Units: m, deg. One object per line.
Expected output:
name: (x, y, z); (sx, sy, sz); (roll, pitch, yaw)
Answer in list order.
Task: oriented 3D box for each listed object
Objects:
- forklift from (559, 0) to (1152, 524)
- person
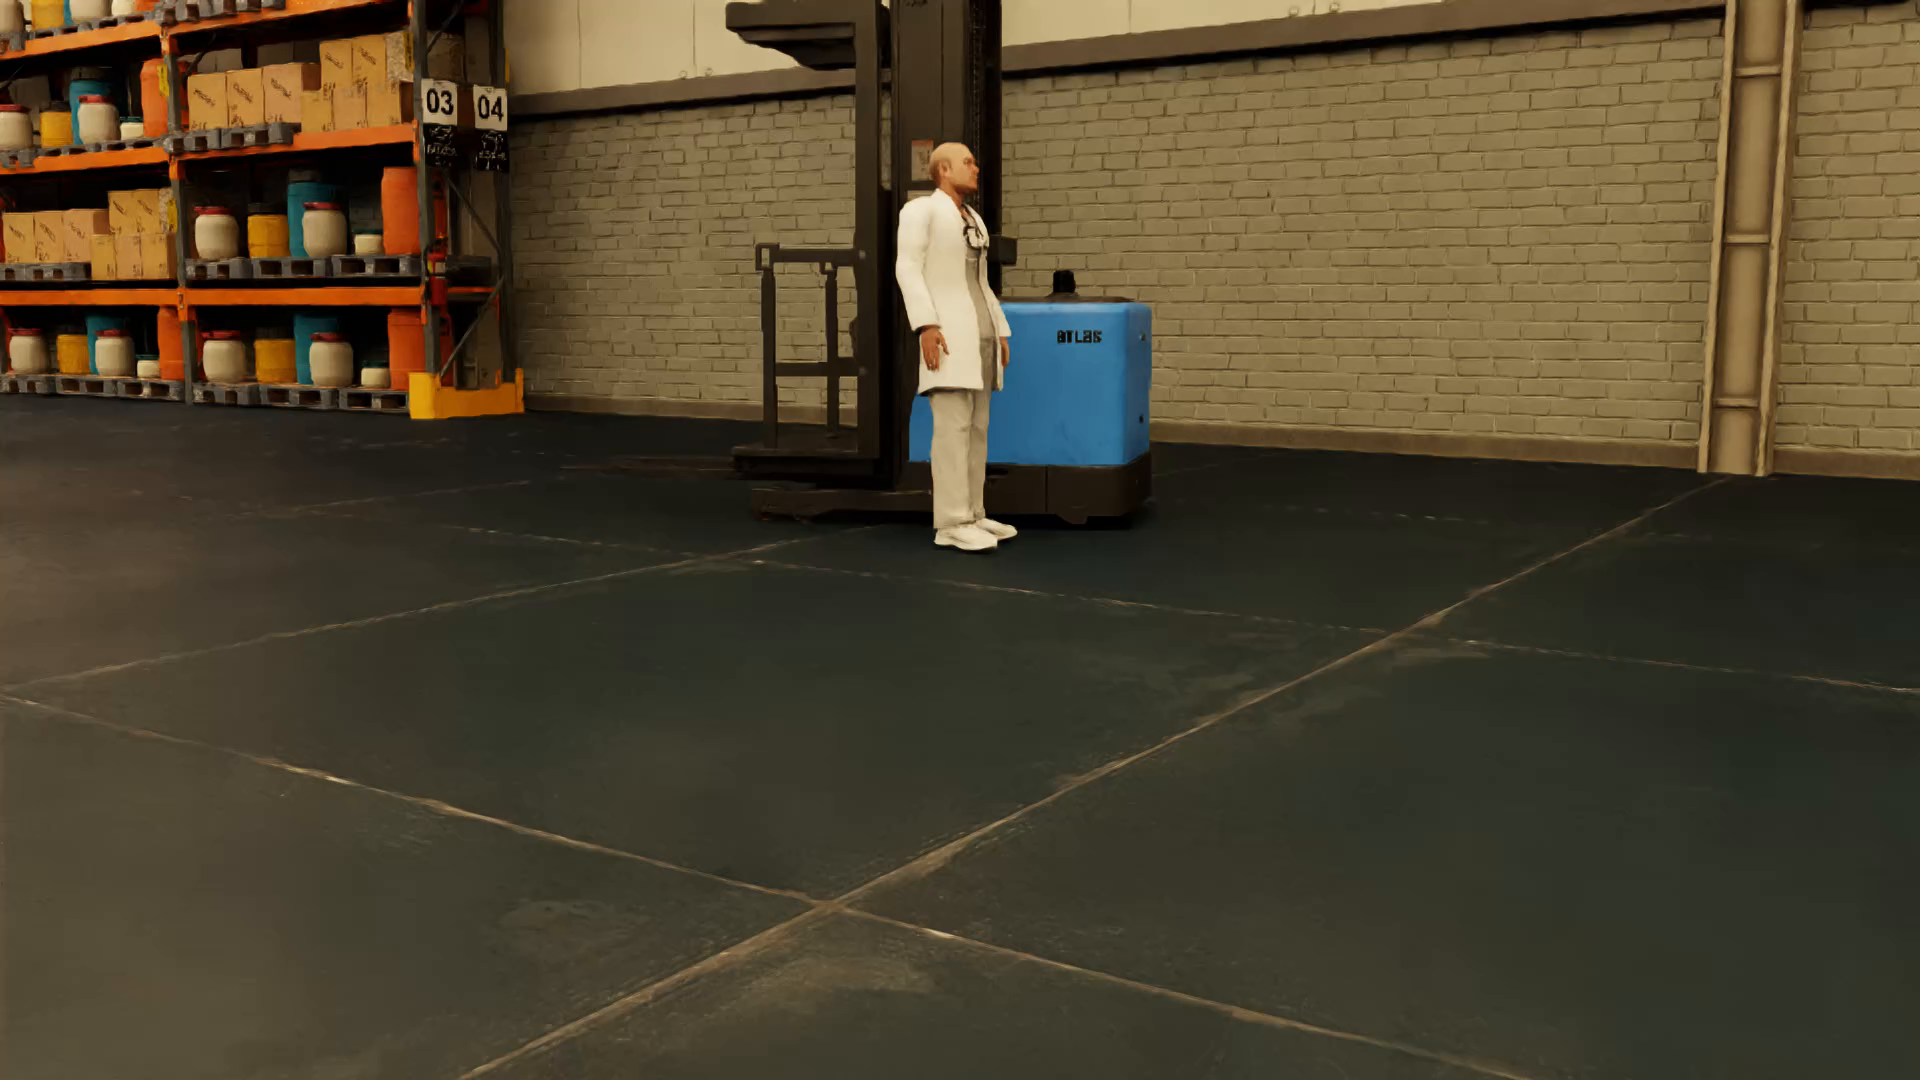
forklift: (-0.564, -1.611, 8.525); (3.031, 2.935, 1.130); (2, 8, 14)
person: (0.073, -0.880, 7.423); (0.580, 1.776, 0.694); (5, 10, 34)
